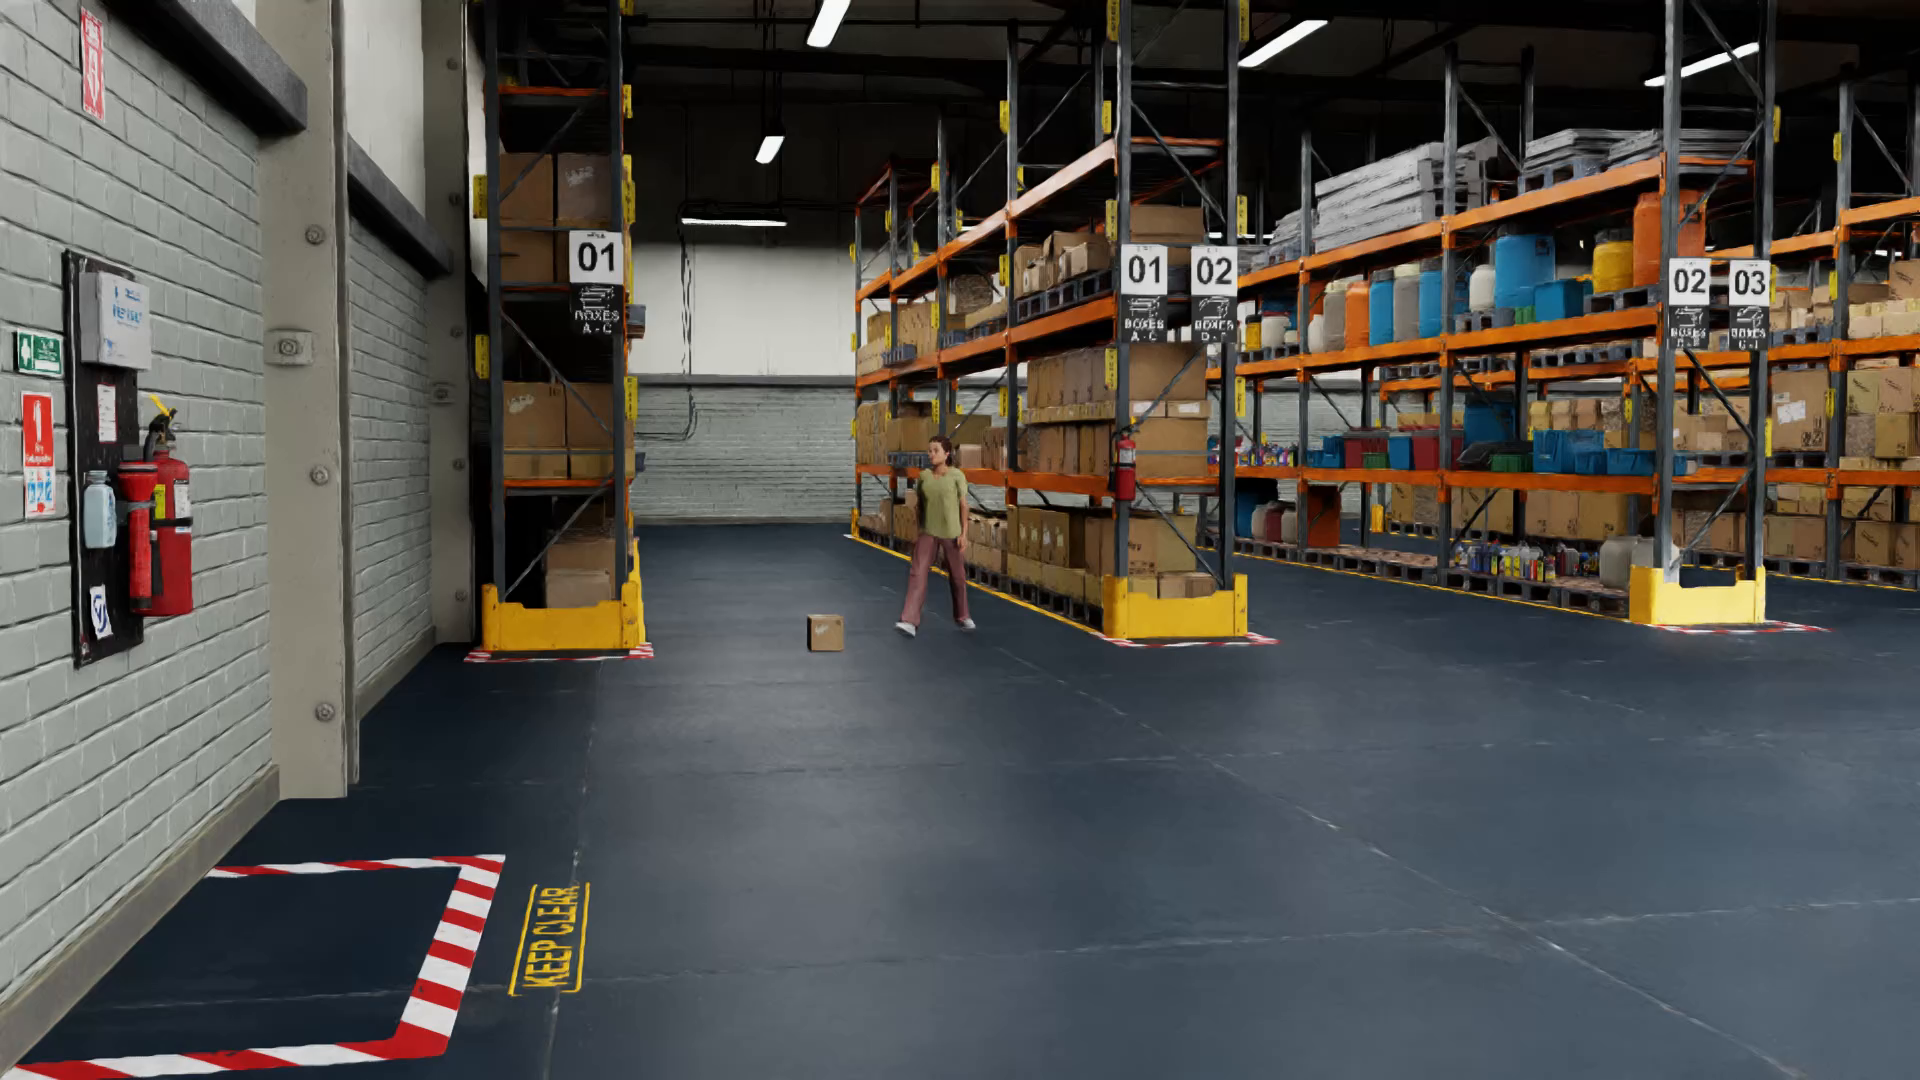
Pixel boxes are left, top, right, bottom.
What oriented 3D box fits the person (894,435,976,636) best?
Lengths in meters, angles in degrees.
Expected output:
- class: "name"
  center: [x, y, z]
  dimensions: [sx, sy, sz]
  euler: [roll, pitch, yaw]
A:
- class: "person"
  center: [-0.180, -0.042, 13.637]
  dimensions: [0.541, 1.627, 0.900]
  euler: [1, 3, 12]
